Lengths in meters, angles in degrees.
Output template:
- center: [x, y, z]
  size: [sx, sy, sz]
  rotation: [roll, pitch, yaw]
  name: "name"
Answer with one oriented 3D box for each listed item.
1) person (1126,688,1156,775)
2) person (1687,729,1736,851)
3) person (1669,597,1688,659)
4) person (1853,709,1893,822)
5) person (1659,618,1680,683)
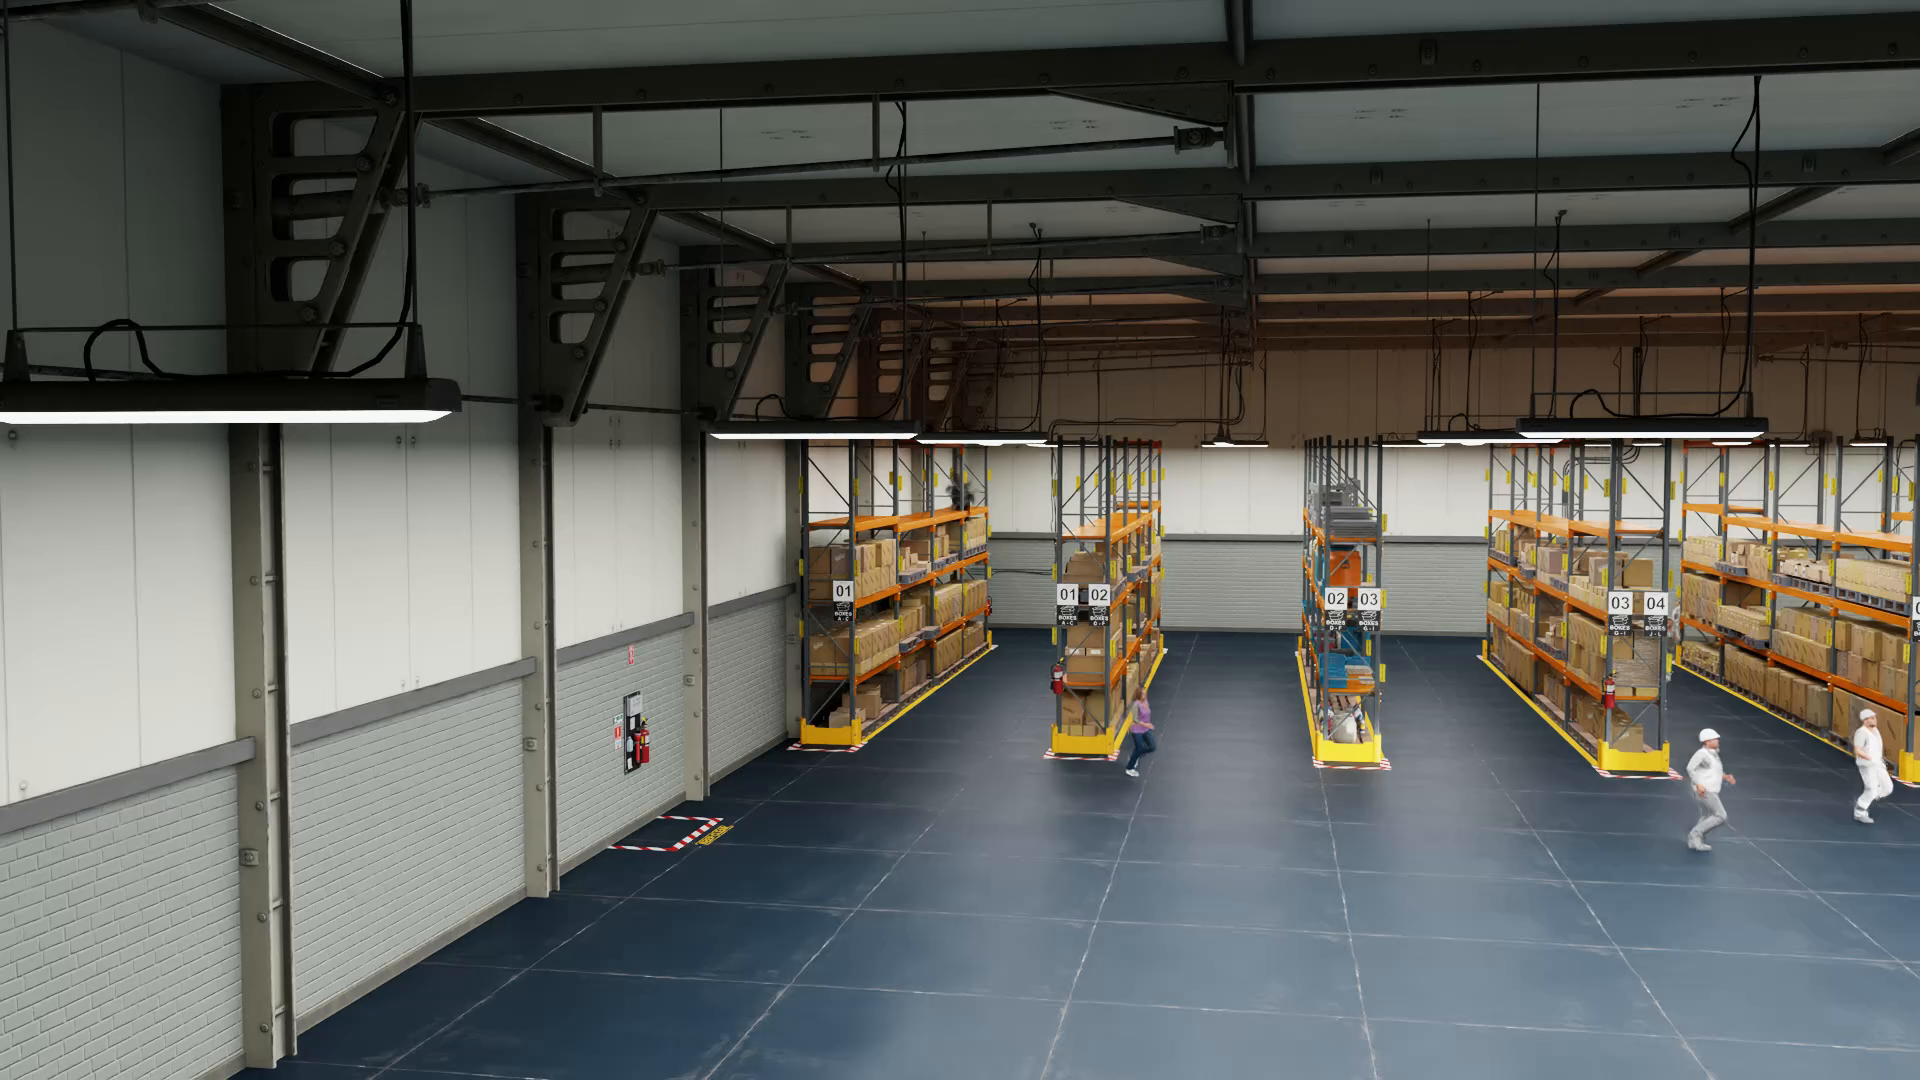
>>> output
- center: [3.208, 3.368, 29.203]
  size: [0.631, 1.556, 0.571]
  rotation: [3, 4, 42]
  name: "person"
- center: [10.700, 3.563, 23.691]
  size: [0.601, 1.739, 0.555]
  rotation: [2, 4, 34]
  name: "person"
- center: [19.793, 2.409, 45.671]
  size: [0.697, 1.717, 0.680]
  rotation: [0, 3, 6]
  name: "person"
- center: [14.001, 3.468, 25.515]
  size: [0.653, 1.742, 0.519]
  rotation: [-2, 4, -36]
  name: "person"
- center: [17.535, 2.711, 41.287]
  size: [0.536, 1.596, 0.888]
  rotation: [0, 3, 3]
  name: "person"
